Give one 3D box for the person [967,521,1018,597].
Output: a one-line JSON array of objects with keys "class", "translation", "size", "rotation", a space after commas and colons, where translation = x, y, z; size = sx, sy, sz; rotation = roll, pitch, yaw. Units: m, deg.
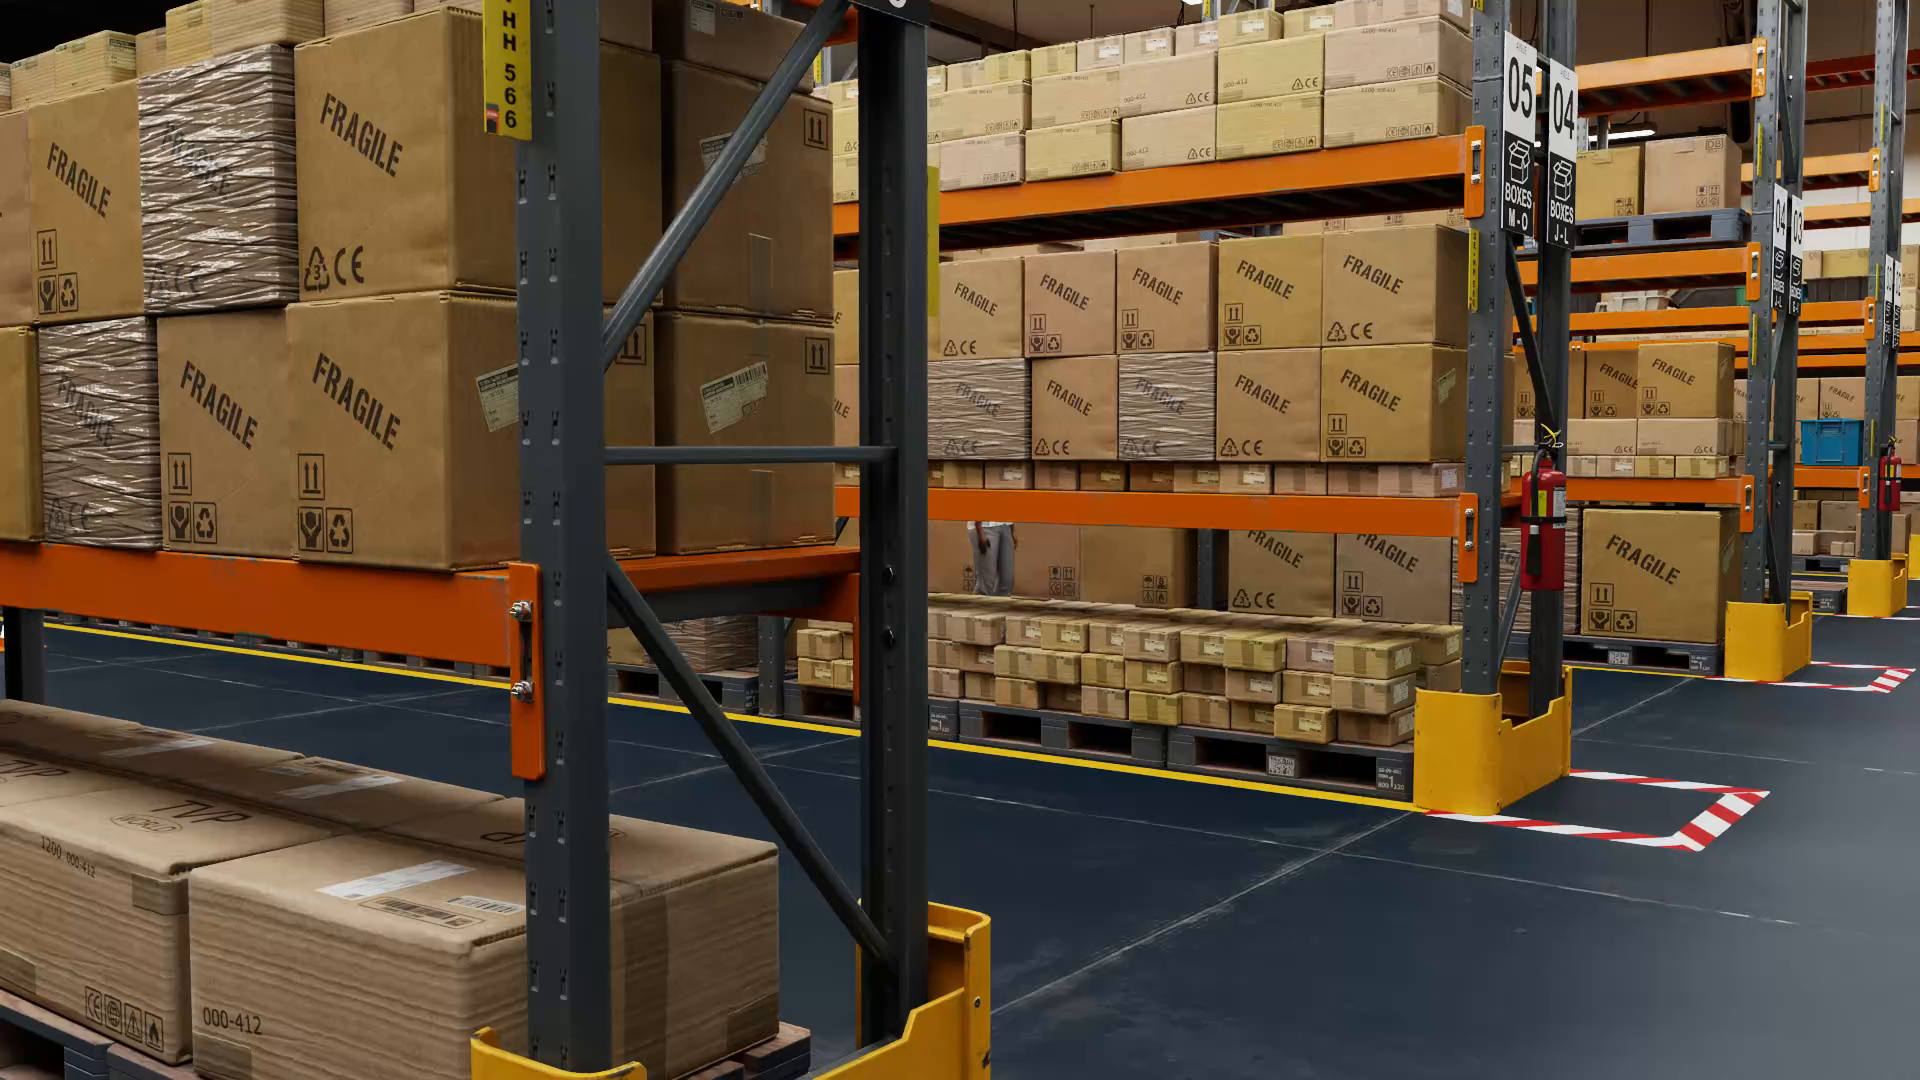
[{"class": "person", "translation": [0.269, -0.048, 12.986], "size": [0.392, 1.659, 0.506], "rotation": [2, 4, 36]}]
